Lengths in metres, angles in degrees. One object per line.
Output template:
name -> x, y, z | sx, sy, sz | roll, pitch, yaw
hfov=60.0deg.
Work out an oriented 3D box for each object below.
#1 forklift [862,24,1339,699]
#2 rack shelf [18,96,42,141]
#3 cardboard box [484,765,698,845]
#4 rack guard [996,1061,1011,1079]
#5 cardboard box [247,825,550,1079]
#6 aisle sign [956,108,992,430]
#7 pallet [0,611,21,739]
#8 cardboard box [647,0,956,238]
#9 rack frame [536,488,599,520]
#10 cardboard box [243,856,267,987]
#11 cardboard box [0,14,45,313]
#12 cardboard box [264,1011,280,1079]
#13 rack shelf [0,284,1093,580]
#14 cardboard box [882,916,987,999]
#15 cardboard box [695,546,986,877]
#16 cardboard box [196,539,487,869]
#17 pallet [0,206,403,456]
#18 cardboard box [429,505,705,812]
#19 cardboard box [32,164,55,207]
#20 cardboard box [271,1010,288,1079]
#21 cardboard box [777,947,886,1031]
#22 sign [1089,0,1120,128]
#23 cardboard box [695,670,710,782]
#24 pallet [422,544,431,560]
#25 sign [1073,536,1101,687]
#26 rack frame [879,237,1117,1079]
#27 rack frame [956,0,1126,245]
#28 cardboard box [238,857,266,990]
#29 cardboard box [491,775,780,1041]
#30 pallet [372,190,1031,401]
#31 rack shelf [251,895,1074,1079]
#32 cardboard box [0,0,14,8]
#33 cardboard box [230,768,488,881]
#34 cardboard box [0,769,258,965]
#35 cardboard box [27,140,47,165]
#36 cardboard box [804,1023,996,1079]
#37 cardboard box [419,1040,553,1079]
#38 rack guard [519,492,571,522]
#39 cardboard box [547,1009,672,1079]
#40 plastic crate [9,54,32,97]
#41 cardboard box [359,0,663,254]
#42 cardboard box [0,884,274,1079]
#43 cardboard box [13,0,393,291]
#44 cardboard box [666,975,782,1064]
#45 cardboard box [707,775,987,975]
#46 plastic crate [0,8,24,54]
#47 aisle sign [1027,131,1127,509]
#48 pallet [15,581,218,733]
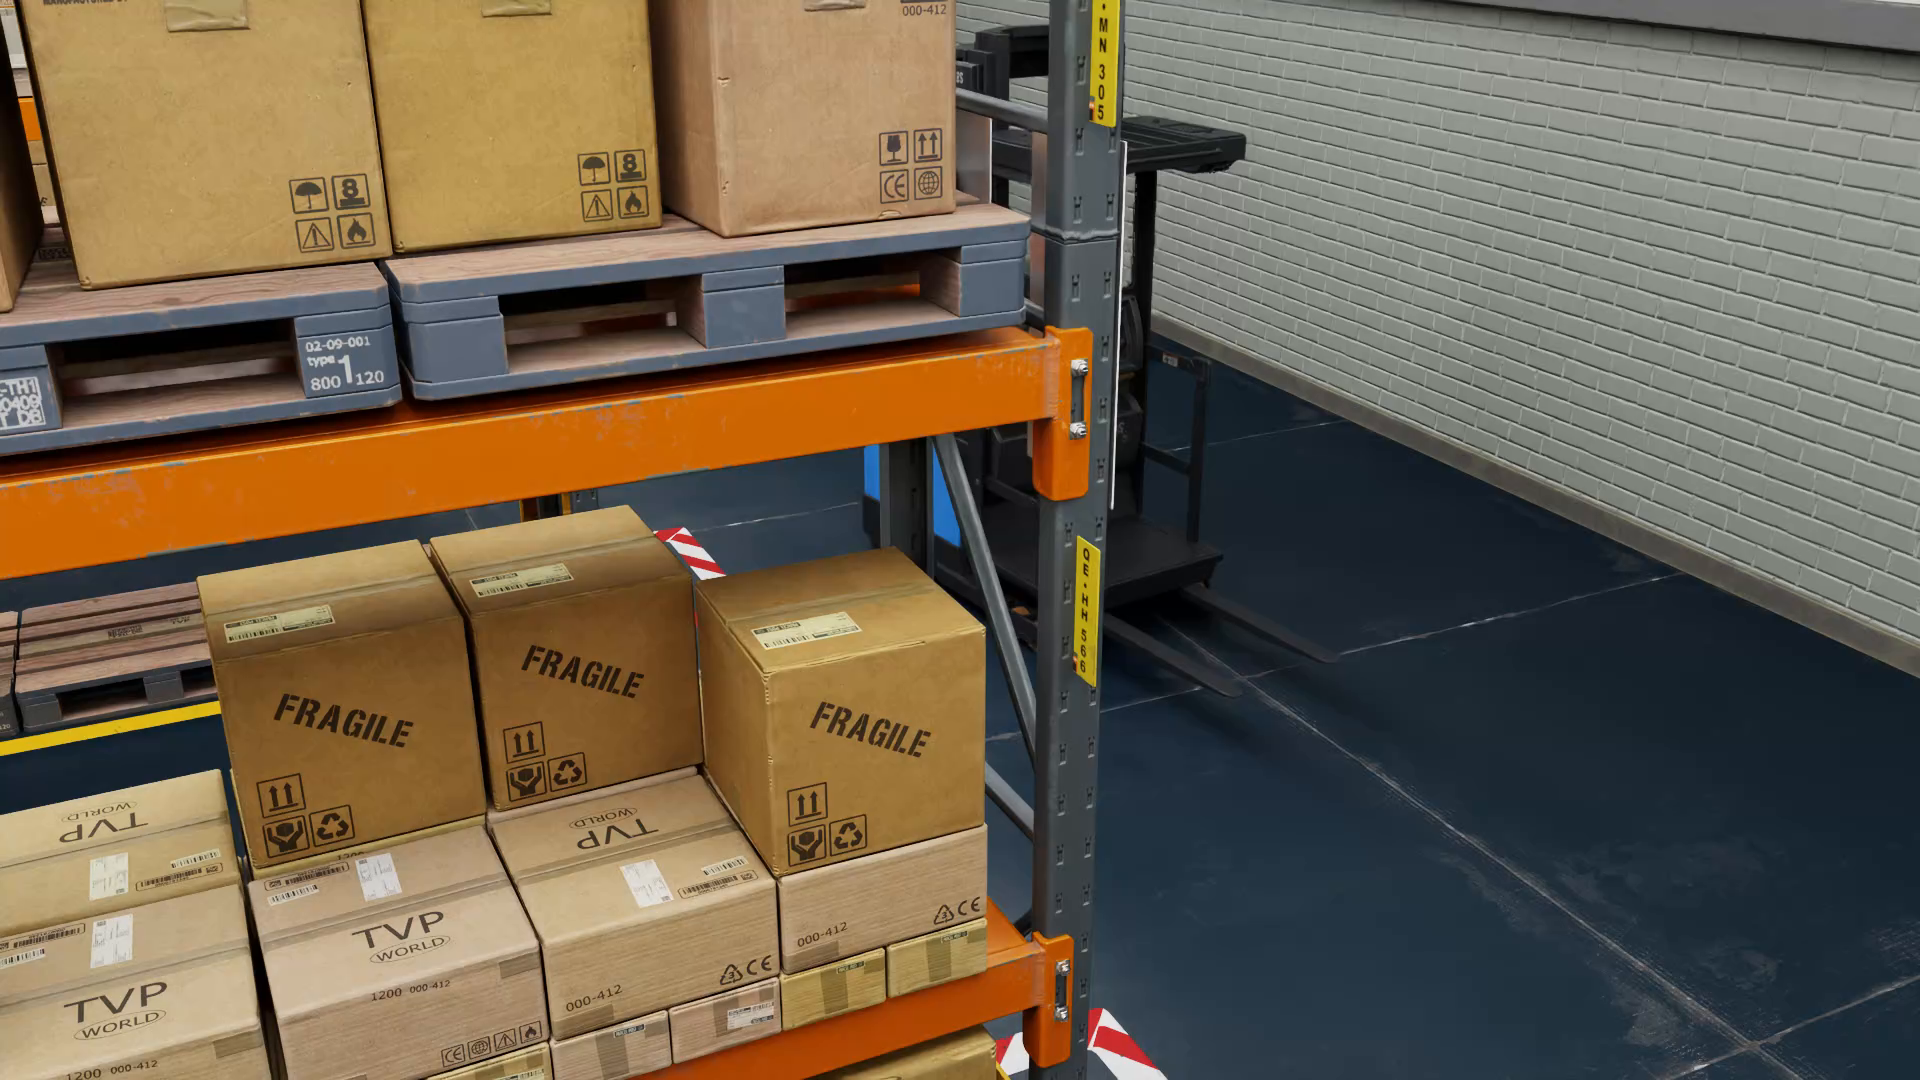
forklift -> 0.667, -0.993, 8.317 | 1.130, 2.935, 3.031 | -14, 26, -31
rack shelf -> -3.899, -1.817, 7.237 | 4.000, 0.370, 1.077 | -10, 25, -24
cardboard box -> -0.964, 0.618, 4.141 | 0.500, 0.250, 0.500 | -11, 25, -24
rack guard -> 0.073, 1.762, 4.839 | 0.348, 0.500, 1.175 | -10, 25, -24
cardboard box -> -1.186, 0.884, 3.501 | 0.500, 0.250, 0.500 | -11, 25, -25
aisle sign -> -0.014, -0.705, 4.132 | 0.004, 0.787, 0.394 | -10, 25, -24
pallet -> -5.055, 0.721, 7.732 | 1.213, 0.211, 1.003 | -10, 25, -24
cardboard box -> -0.394, -0.956, 3.406 | 0.500, 0.500, 0.700 | -12, 25, -27
rack frame -> -2.097, -1.095, 8.474 | 0.127, 3.000, 1.000 | -10, 25, -24
cardboard box -> -1.569, 0.887, 4.014 | 0.250, 0.149, 0.380 | -11, 25, -24
cardboard box -> -1.855, -0.673, 2.722 | 0.500, 0.500, 0.700 | -9, 24, -21
cardboard box -> -1.504, 1.154, 3.370 | 0.250, 0.149, 0.380 | -10, 24, -23
rack shelf -> -1.751, -0.110, 3.113 | 4.000, 0.370, 1.077 | -10, 25, -24
cardboard box -> -0.127, 0.900, 3.982 | 0.250, 0.149, 0.380 | -10, 24, -23
cardboard box -> -0.274, 0.368, 3.765 | 0.500, 0.500, 0.500 | -10, 25, -23
cardboard box -> -1.413, 0.354, 3.799 | 0.500, 0.500, 0.500 | -11, 25, -25
pallet -> -1.713, -0.403, 2.996 | 1.213, 0.211, 1.003 | -10, 25, -24
cardboard box -> -0.949, 0.266, 4.011 | 0.500, 0.500, 0.500 | -11, 25, -25
cardboard box -> -6.357, -2.345, 11.362 | 0.500, 0.500, 0.500 | -11, 25, -24
cardboard box -> -1.280, 1.113, 3.467 | 0.250, 0.149, 0.380 | -10, 25, -23
cardboard box -> -0.360, 0.944, 3.876 | 0.250, 0.149, 0.380 | -10, 25, -23
sign -> 0.274, -0.958, 3.166 | 0.005, 0.325, 0.100 | -10, 25, -24
cardboard box -> -0.498, 0.530, 4.355 | 0.500, 0.250, 0.500 | -11, 25, -25
pallet -> -2.857, 0.316, 8.710 | 1.213, 0.211, 1.003 | -10, 25, -24
sign -> 0.274, 0.156, 3.627 | 0.005, 0.325, 0.100 | -10, 25, -24
rack frame -> 0.051, 0.612, 4.351 | 0.127, 3.000, 1.000 | -10, 25, -24
rack frame -> 0.051, -2.160, 3.203 | 0.127, 3.000, 1.000 | -10, 25, -24
cardboard box -> -1.797, 0.928, 3.914 | 0.250, 0.149, 0.380 | -11, 25, -25
cardboard box -> -0.728, 0.799, 3.705 | 0.500, 0.250, 0.500 | -11, 25, -25
pallet -> -0.613, -0.607, 3.488 | 1.213, 0.211, 1.003 | -10, 25, -24
rack shelf -> -1.751, 1.276, 3.687 | 4.000, 0.370, 1.077 | -10, 25, -24
cardboard box -> -6.397, -3.616, 10.837 | 0.500, 0.250, 0.500 | -10, 25, -24
cardboard box -> -1.418, 0.701, 3.943 | 0.500, 0.250, 0.500 | -11, 25, -25
cardboard box -> -1.886, 0.789, 3.729 | 0.500, 0.250, 0.500 | -11, 25, -25
cardboard box -> -6.371, -2.800, 11.154 | 0.500, 0.500, 0.500 | -11, 25, -25
cardboard box -> -0.491, 1.533, 4.354 | 0.875, 0.875, 0.875 | -10, 25, -24
cardboard box -> -1.046, 1.070, 3.572 | 0.250, 0.149, 0.380 | -11, 25, -25
rack guard -> -2.081, 0.051, 8.973 | 0.348, 0.500, 1.175 | -10, 25, -24
cardboard box -> -0.813, 1.026, 3.677 | 0.250, 0.149, 0.380 | -10, 24, -23
plastic crate -> -3.851, -1.931, 6.917 | 0.530, 0.136, 0.437 | -10, 25, -24
cardboard box -> -0.953, -0.904, 3.280 | 0.500, 0.500, 0.700 | -11, 25, -26
cardboard box -> -1.654, 0.971, 3.288 | 0.500, 0.250, 0.500 | -10, 25, -24
cardboard box -> -1.398, -0.802, 3.033 | 0.500, 0.500, 0.700 | -12, 25, -27
cardboard box -> -0.588, 0.985, 3.776 | 0.250, 0.149, 0.380 | -10, 25, -23
cardboard box -> -0.270, 0.715, 3.907 | 0.500, 0.250, 0.500 | -11, 25, -24
plastic crate -> -4.228, -2.165, 7.292 | 0.530, 0.282, 0.437 | -10, 25, -24
aisle sign -> 0.246, -0.498, 3.633 | 0.004, 0.787, 0.394 | -10, 25, -24
pallet -> -3.954, 0.517, 8.224 | 1.213, 0.211, 1.003 | -10, 25, -24
